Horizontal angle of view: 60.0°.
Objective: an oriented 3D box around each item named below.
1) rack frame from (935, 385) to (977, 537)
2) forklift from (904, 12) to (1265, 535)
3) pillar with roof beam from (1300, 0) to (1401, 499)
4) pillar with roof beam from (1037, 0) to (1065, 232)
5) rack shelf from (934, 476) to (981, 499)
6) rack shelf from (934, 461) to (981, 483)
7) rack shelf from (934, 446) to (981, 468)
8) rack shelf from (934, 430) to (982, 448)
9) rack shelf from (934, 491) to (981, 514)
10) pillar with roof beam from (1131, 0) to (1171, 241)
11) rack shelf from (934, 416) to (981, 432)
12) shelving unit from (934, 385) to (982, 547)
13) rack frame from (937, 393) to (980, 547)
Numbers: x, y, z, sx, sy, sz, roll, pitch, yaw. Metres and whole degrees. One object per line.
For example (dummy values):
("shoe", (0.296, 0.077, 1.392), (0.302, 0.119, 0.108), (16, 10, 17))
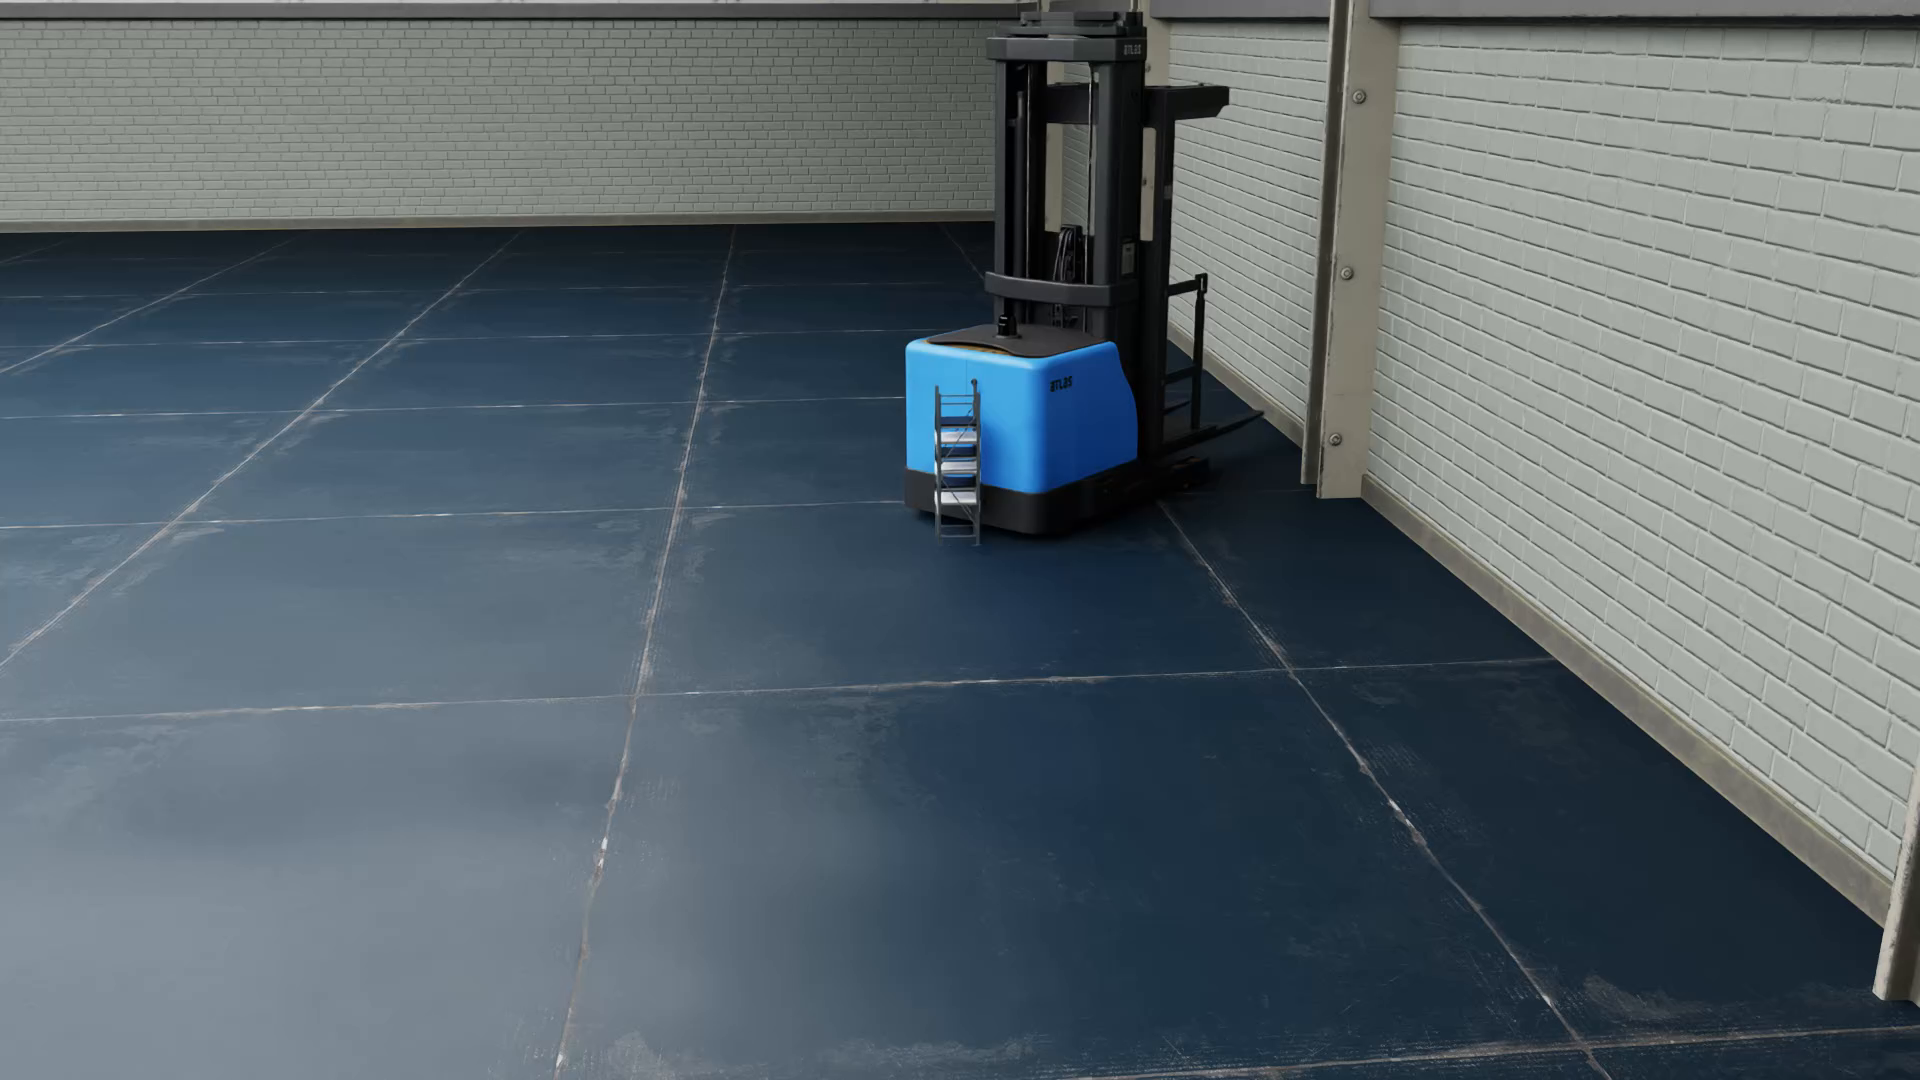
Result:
("rack frame", (-0.022, -0.452, 9.616), (0.240, 0.900, 0.006), (-1, 17, -4))
("forklift", (0.970, -1.804, 10.529), (1.130, 2.935, 3.031), (13, 22, 36))
("pillar with roof beam", (-1.881, -4.487, 8.945), (9.100, 9.000, 0.400), (-2, 18, -6))
("pillar with roof beam", (-3.118, -8.062, 20.333), (9.100, 9.000, 0.400), (-2, 18, -6))
("rack shelf", (-0.015, -0.304, 9.556), (0.258, 0.077, 0.200), (-1, 17, -4))
("rack shelf", (-0.015, -0.390, 9.529), (0.258, 0.077, 0.200), (-1, 17, -4))
("rack shelf", (-0.015, -0.476, 9.502), (0.258, 0.077, 0.200), (-1, 17, -4))
("rack shelf", (-0.015, -0.562, 9.475), (0.258, 0.077, 0.200), (-1, 17, -4))
("rack shelf", (-0.015, -0.219, 9.583), (0.258, 0.077, 0.200), (-1, 17, -4))
("pillar with roof beam", (-2.499, -6.274, 14.639), (9.100, 9.000, 0.400), (-2, 18, -6))
("rack shelf", (-0.015, -0.648, 9.448), (0.258, 0.077, 0.200), (-1, 17, -4))
("shelving unit", (-0.015, -0.422, 9.519), (0.258, 0.900, 0.210), (-1, 17, -4))
("rack frame", (-0.007, -0.392, 9.423), (0.240, 0.900, 0.006), (-1, 17, -4))
